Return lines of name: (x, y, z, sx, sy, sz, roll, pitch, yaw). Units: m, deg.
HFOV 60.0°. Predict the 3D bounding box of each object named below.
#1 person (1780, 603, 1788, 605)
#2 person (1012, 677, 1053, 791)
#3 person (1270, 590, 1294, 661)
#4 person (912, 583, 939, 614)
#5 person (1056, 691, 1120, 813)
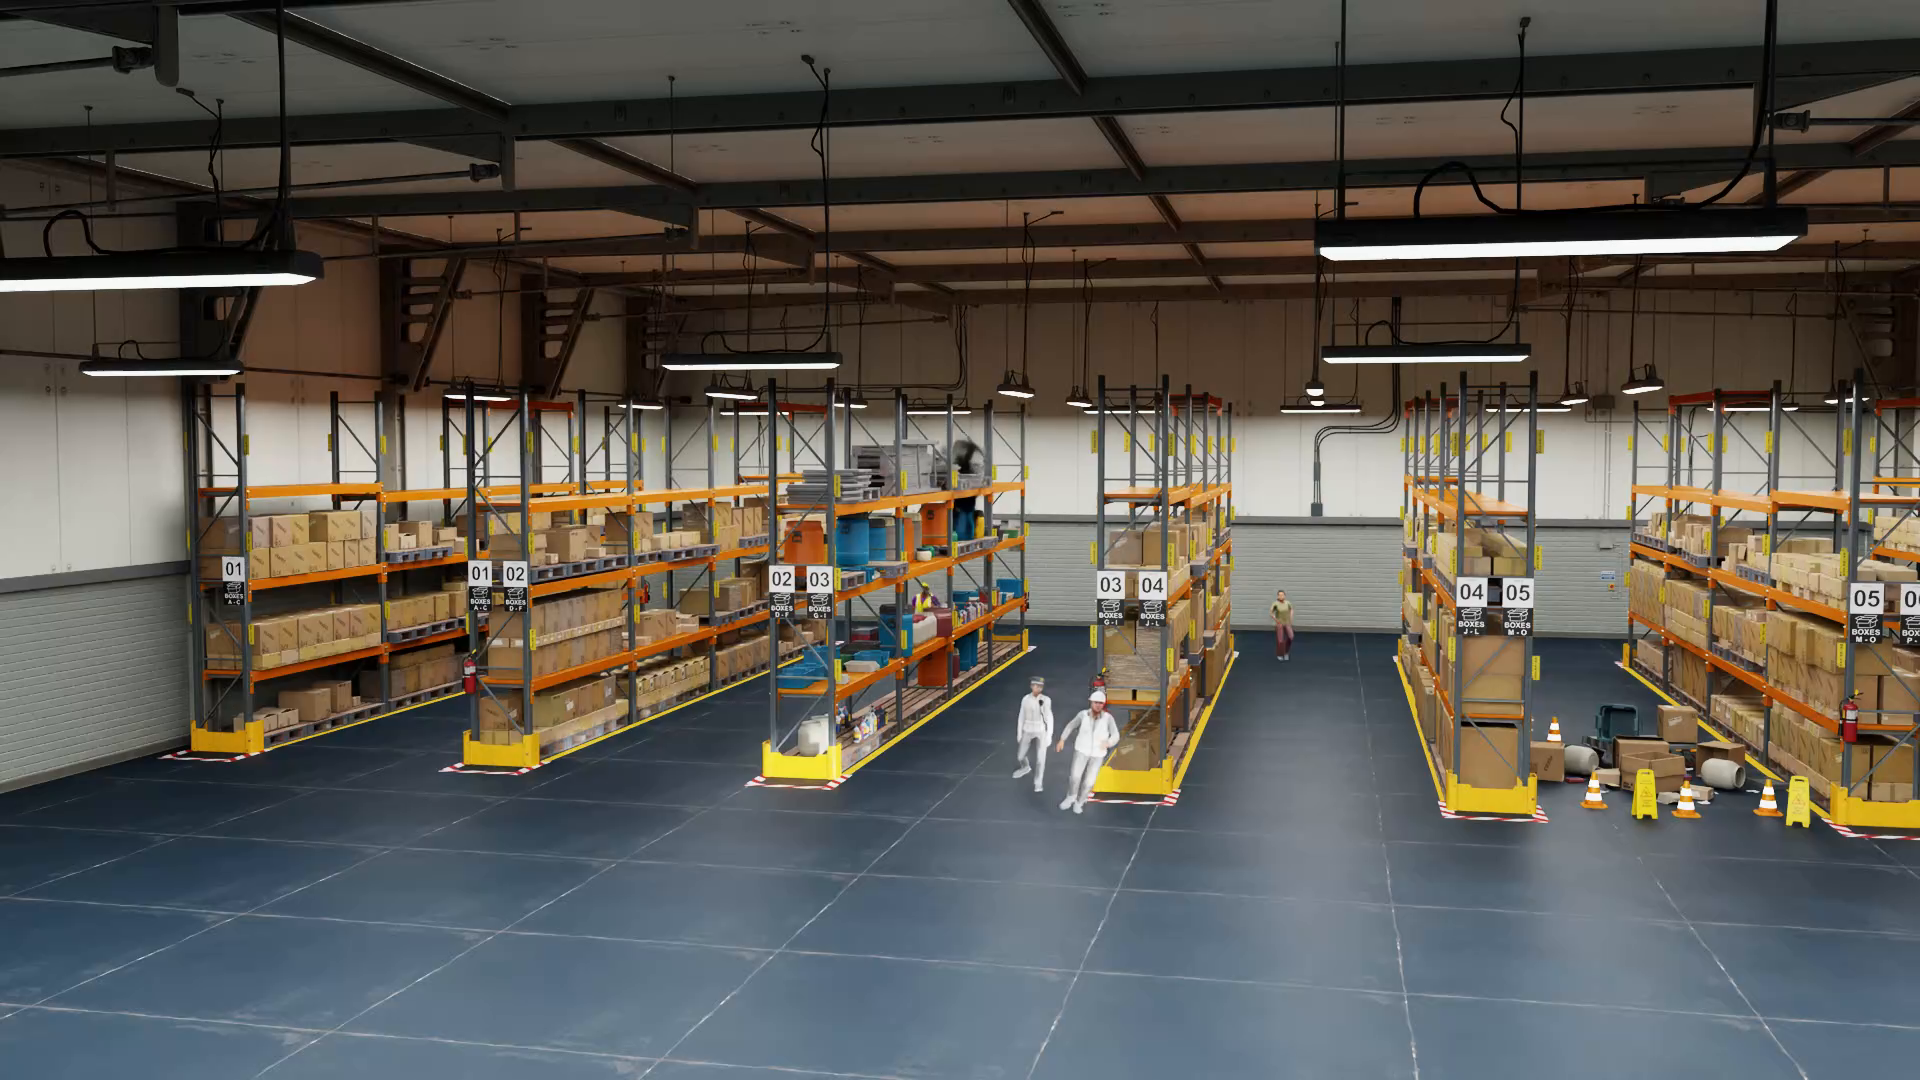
person: (17.315, 2.158, 34.955, 0.608, 1.665, 0.870, 0, 3, -7)
person: (1.047, 2.783, 24.166, 0.698, 1.646, 0.593, 1, 3, 17)
person: (7.468, 1.977, 38.447, 0.601, 1.634, 0.619, 0, 3, -8)
person: (-0.845, 1.879, 39.728, 0.700, 1.732, 0.686, 1, 3, 16)
person: (1.754, 2.895, 22.566, 0.821, 1.697, 0.665, 0, 3, -4)
